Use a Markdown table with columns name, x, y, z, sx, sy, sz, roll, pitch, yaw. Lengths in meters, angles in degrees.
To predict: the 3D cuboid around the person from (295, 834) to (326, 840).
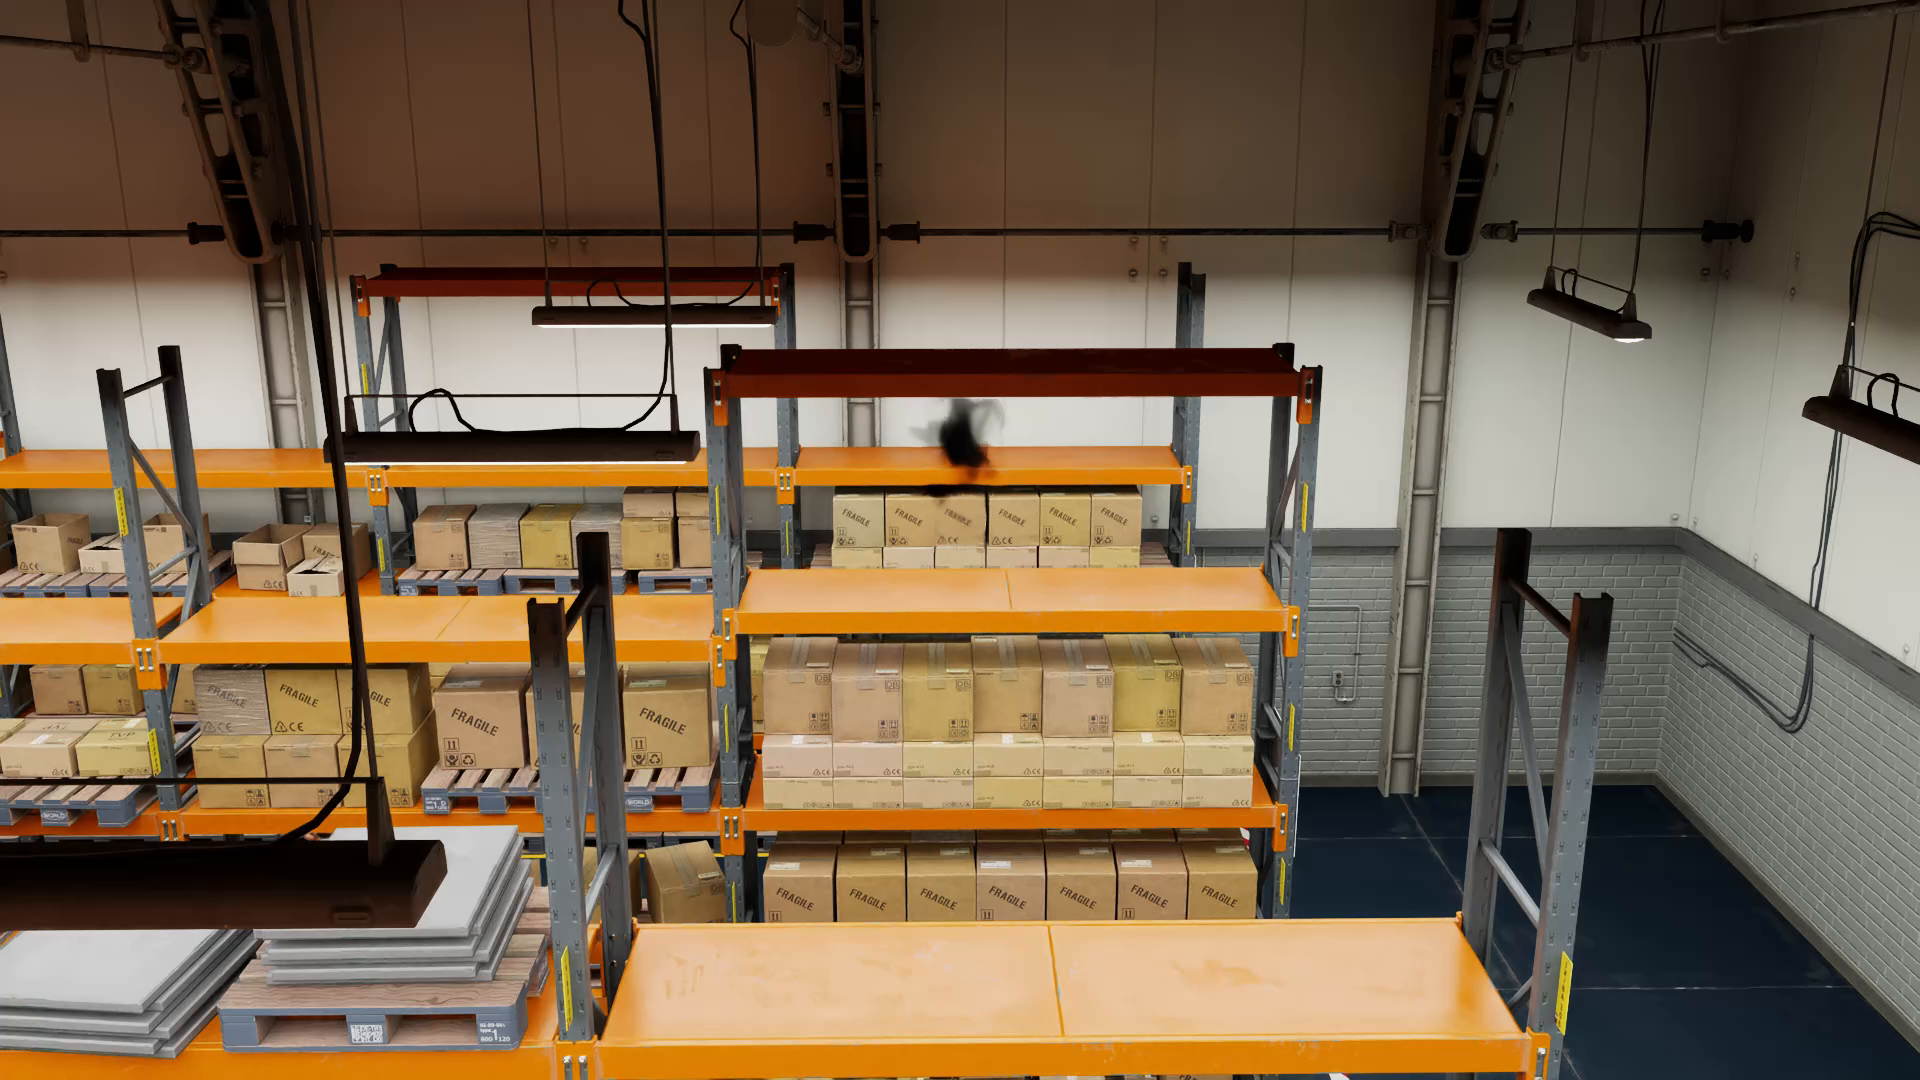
| name | x | y | z | sx | sy | sz | roll | pitch | yaw |
| --- | --- | --- | --- | --- | --- | --- | --- | --- | --- |
| person | -5.558 | 3.206 | 14.632 | 0.873 | 1.717 | 0.539 | 1 | 16 | 2 |
